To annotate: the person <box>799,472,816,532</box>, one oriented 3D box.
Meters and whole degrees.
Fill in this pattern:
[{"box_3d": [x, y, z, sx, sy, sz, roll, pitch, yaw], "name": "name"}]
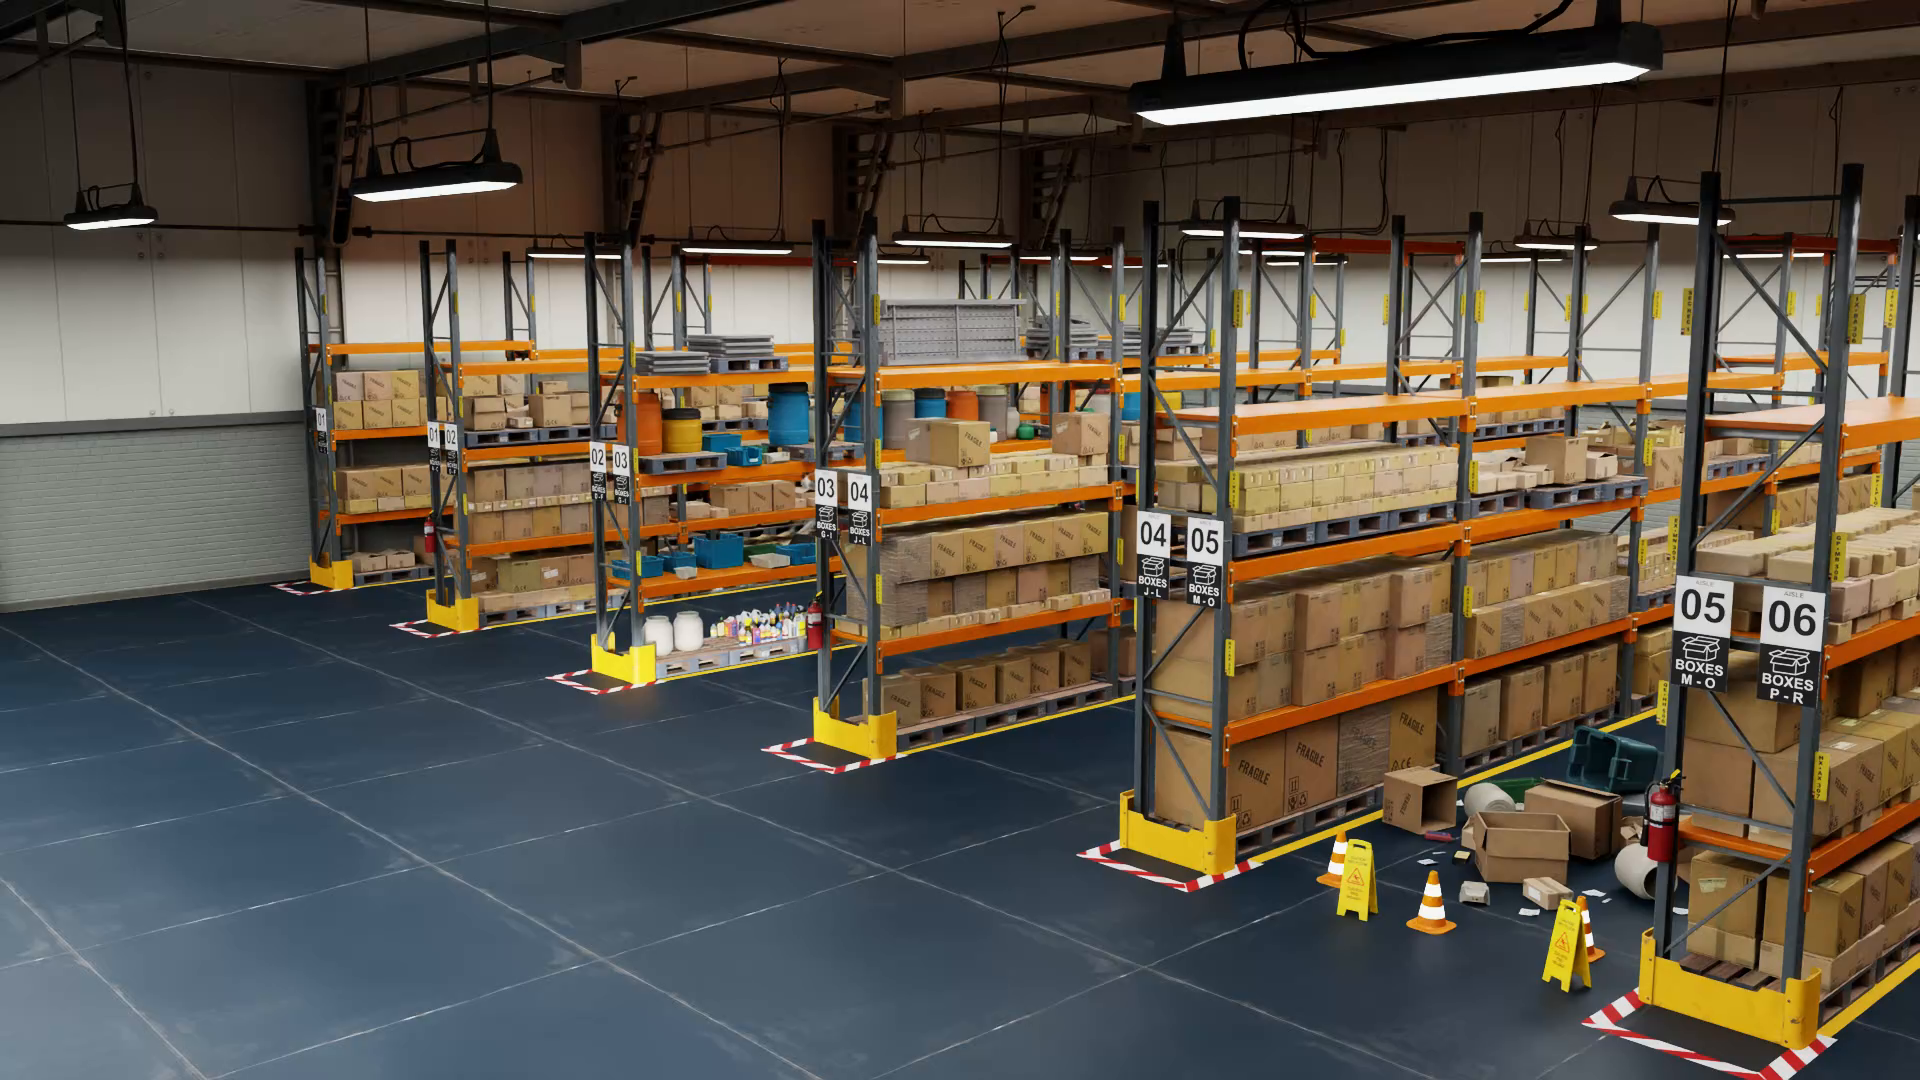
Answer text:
[{"box_3d": [-3.182, -0.717, 34.518, 0.442, 1.672, 0.473, -2, 9, -12], "name": "person"}]
